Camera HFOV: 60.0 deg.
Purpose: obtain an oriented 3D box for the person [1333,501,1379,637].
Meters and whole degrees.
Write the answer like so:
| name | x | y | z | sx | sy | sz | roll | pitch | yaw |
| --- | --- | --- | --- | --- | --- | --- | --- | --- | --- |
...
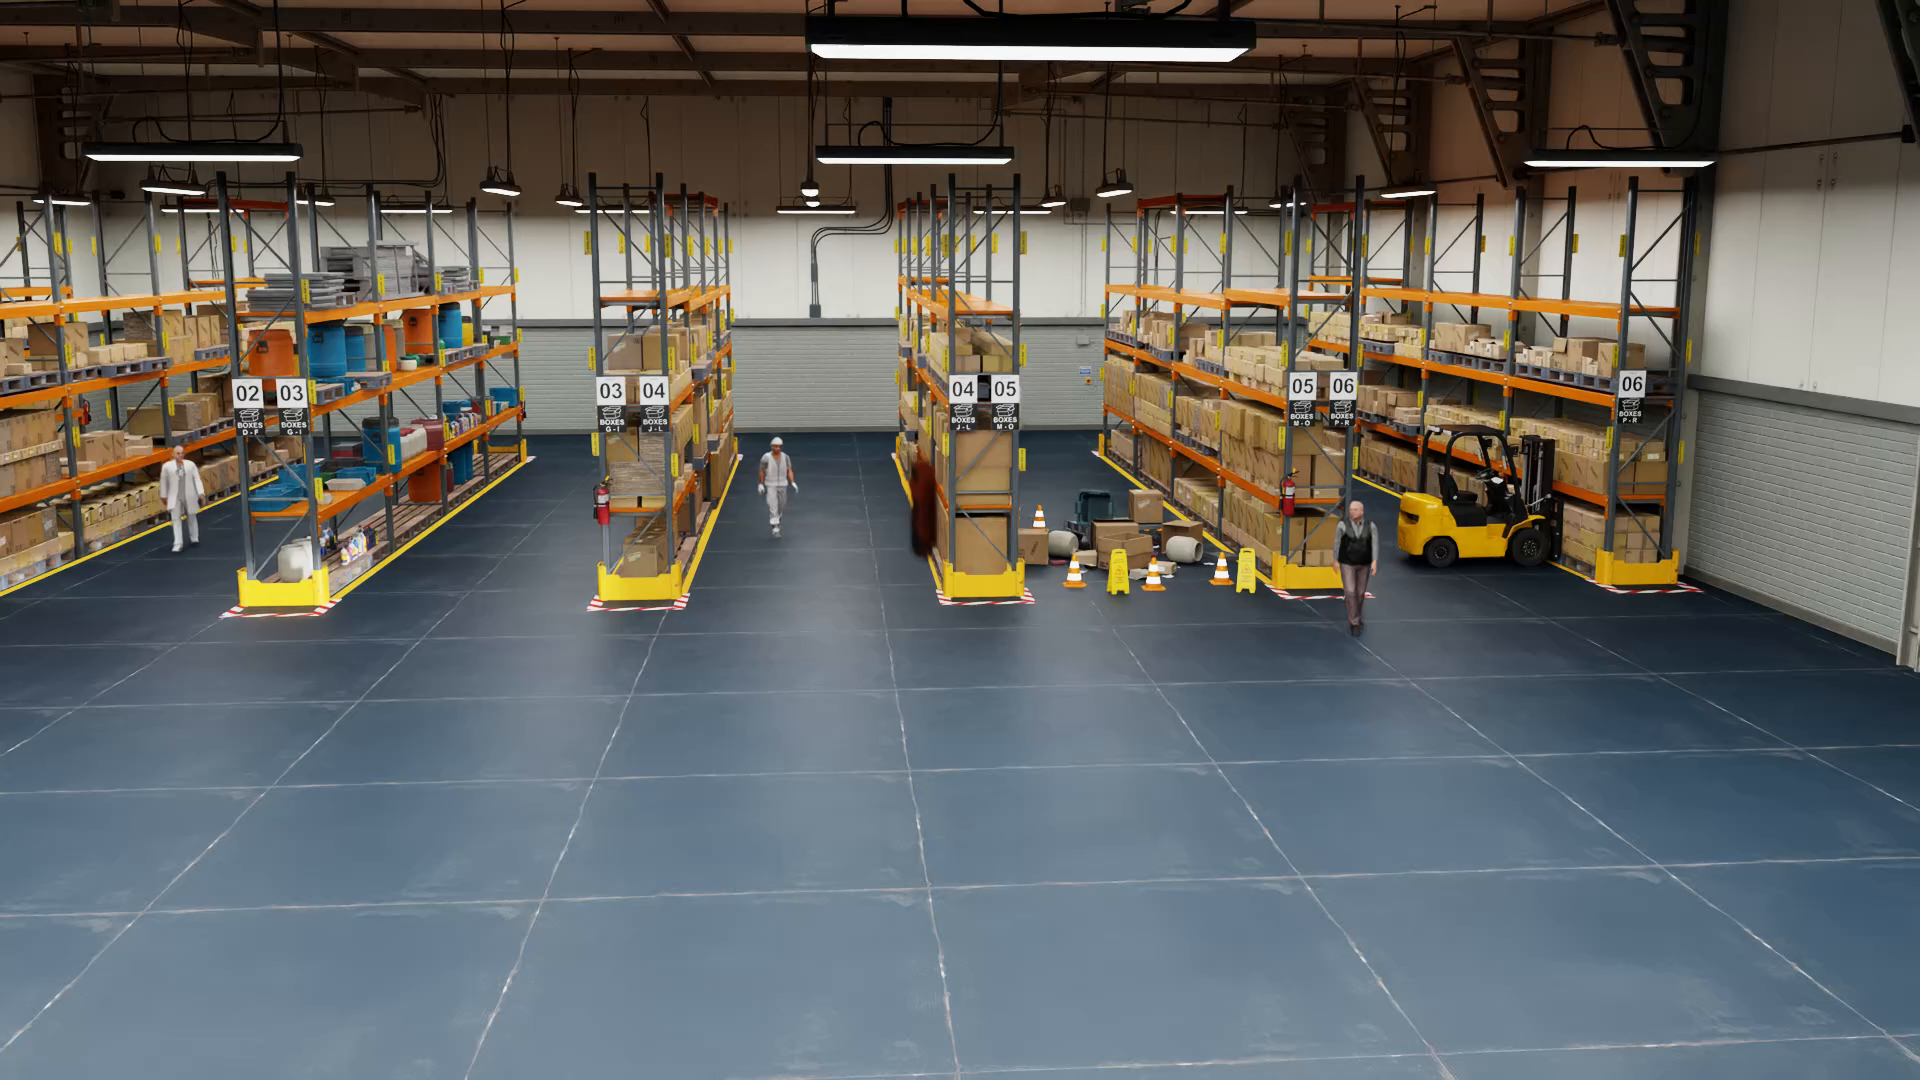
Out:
| name | x | y | z | sx | sy | sz | roll | pitch | yaw |
| --- | --- | --- | --- | --- | --- | --- | --- | --- | --- |
| person | 5.208 | 0.361 | 21.828 | 0.564 | 1.751 | 0.766 | 0 | 10 | 0 |

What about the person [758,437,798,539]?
| name | x | y | z | sx | sy | sz | roll | pitch | yaw |
| --- | --- | --- | --- | --- | --- | --- | --- | --- | --- |
| person | -3.164 | -0.928 | 28.867 | 0.636 | 1.738 | 1.093 | -3 | 11 | -19 |

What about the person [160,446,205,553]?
| name | x | y | z | sx | sy | sz | roll | pitch | yaw |
| --- | --- | --- | --- | --- | --- | --- | --- | --- | --- |
| person | -12.912 | -0.707 | 27.618 | 0.698 | 1.727 | 1.152 | -4 | 11 | -19 |
